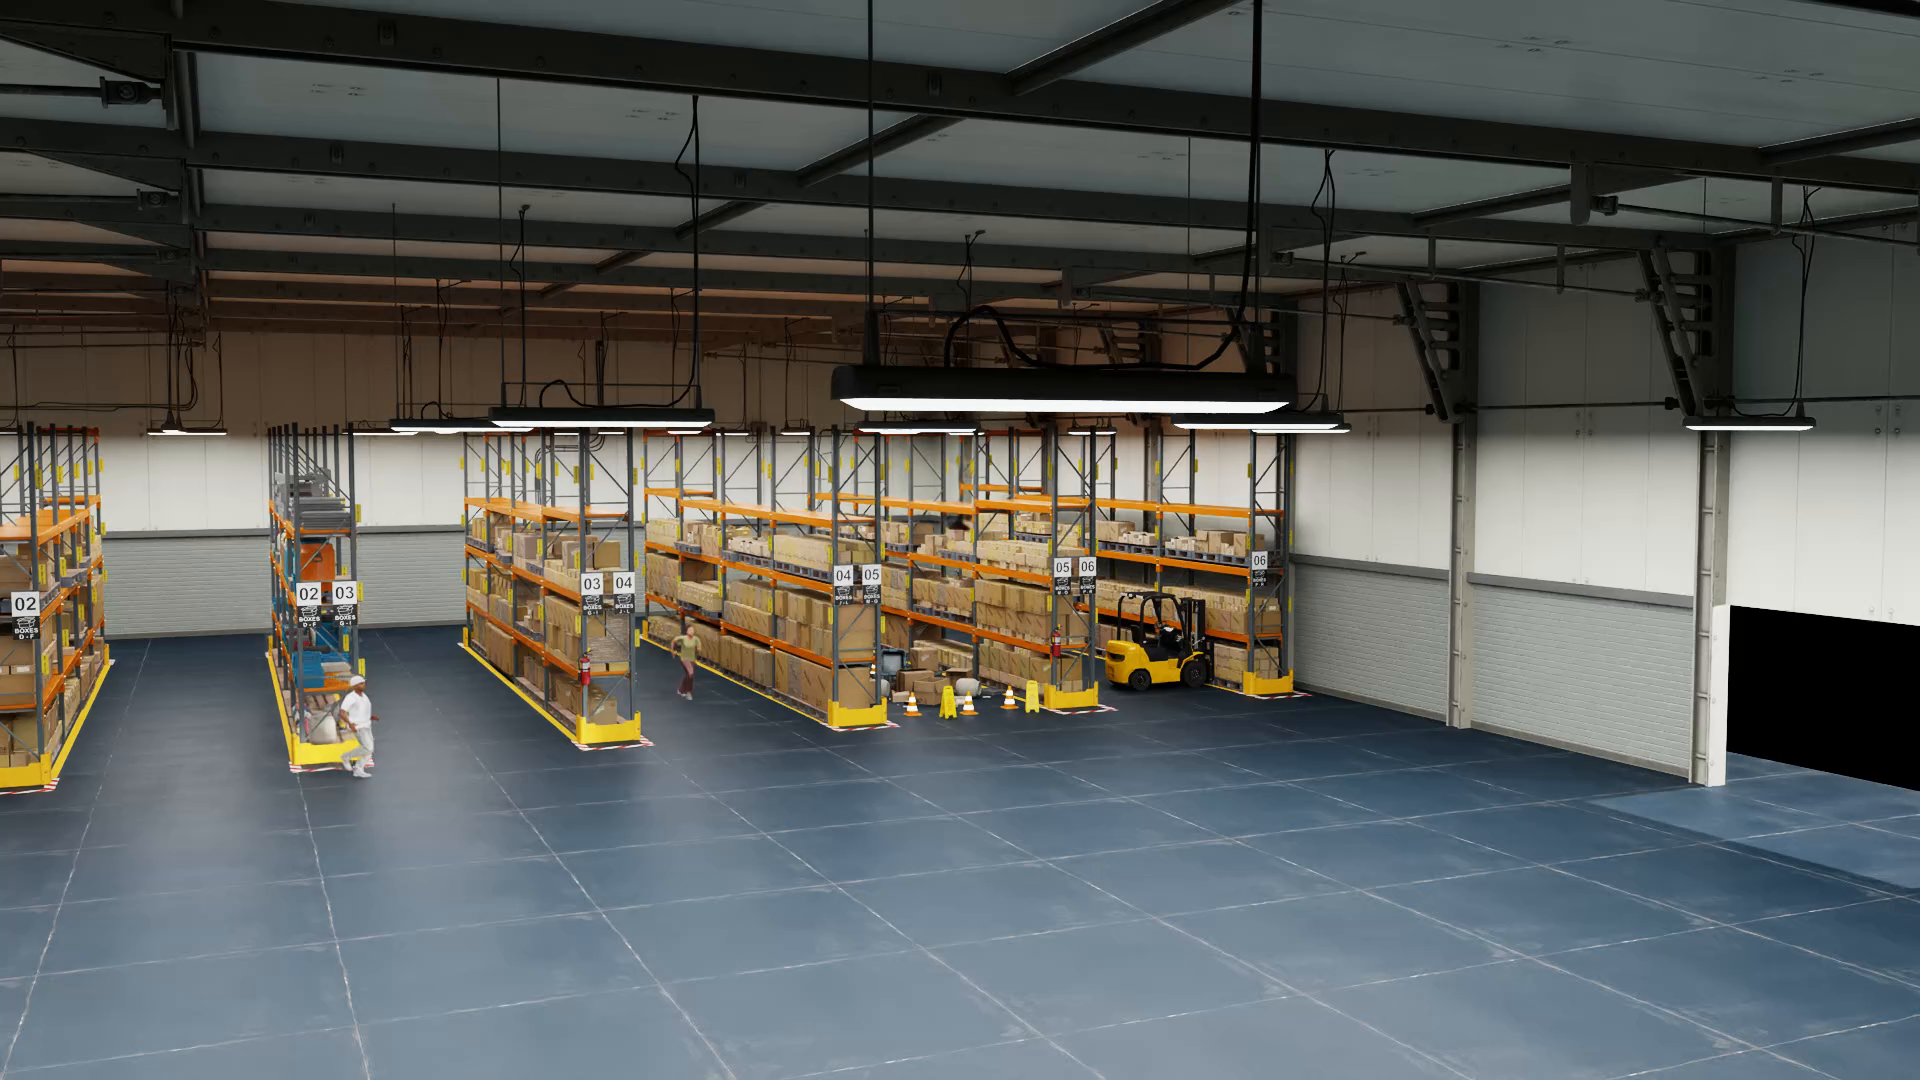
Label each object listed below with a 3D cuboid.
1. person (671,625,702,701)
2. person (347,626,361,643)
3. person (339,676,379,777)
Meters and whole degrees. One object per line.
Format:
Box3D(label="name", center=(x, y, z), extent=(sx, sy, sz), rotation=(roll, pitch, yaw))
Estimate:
Box3D(label="person", center=(-5.963, 2.669, 36.356), extent=(0.603, 1.660, 0.789), rotation=(-2, 4, -34))
Box3D(label="person", center=(-17.217, 2.007, 46.269), extent=(0.963, 1.770, 0.664), rotation=(-1, 4, -10))
Box3D(label="person", center=(-10.147, 3.151, 28.095), extent=(0.586, 1.721, 0.702), rotation=(0, 4, 7))
